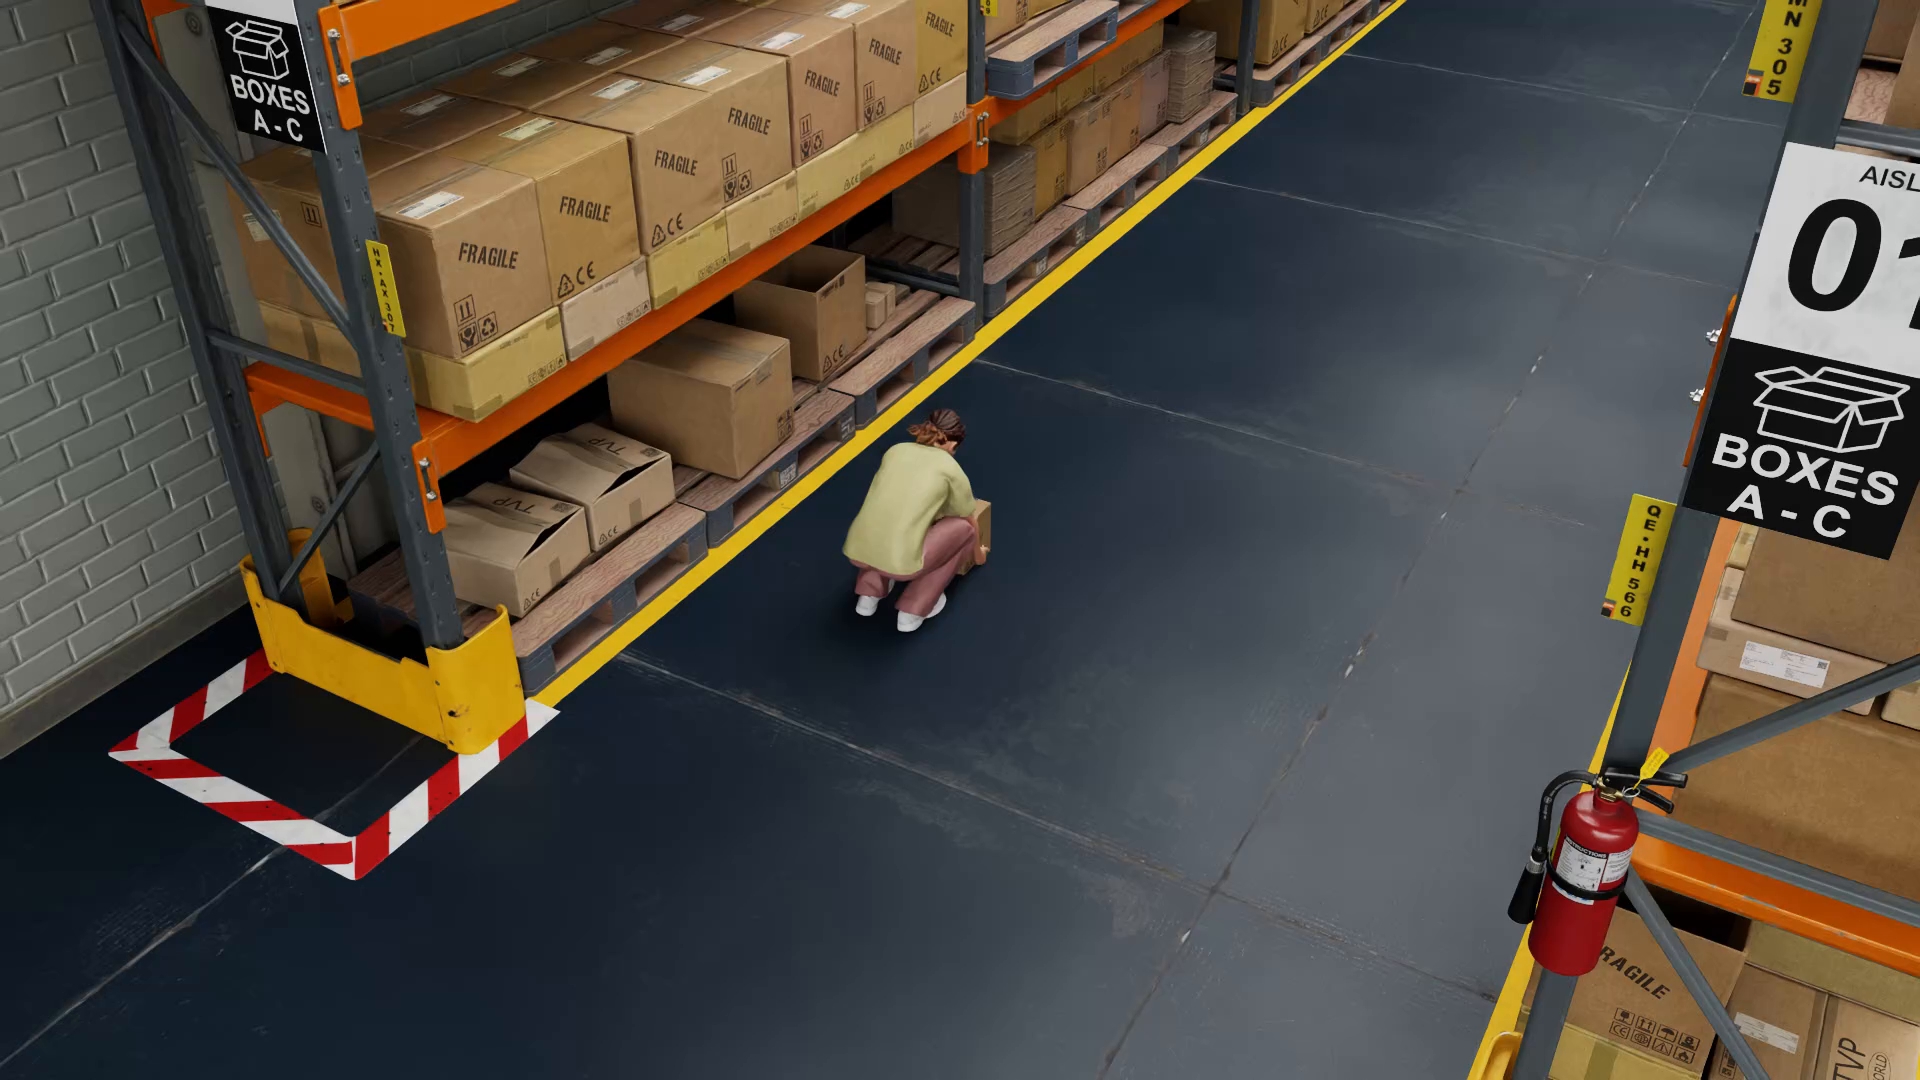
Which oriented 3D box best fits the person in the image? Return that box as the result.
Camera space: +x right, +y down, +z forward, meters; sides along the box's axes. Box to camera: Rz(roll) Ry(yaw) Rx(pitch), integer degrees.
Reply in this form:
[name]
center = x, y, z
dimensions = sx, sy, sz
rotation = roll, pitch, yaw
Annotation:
[person]
center = -0.190, -0.062, 7.141
dimensions = 0.476, 0.785, 0.833
rotation = 18, 38, 24
